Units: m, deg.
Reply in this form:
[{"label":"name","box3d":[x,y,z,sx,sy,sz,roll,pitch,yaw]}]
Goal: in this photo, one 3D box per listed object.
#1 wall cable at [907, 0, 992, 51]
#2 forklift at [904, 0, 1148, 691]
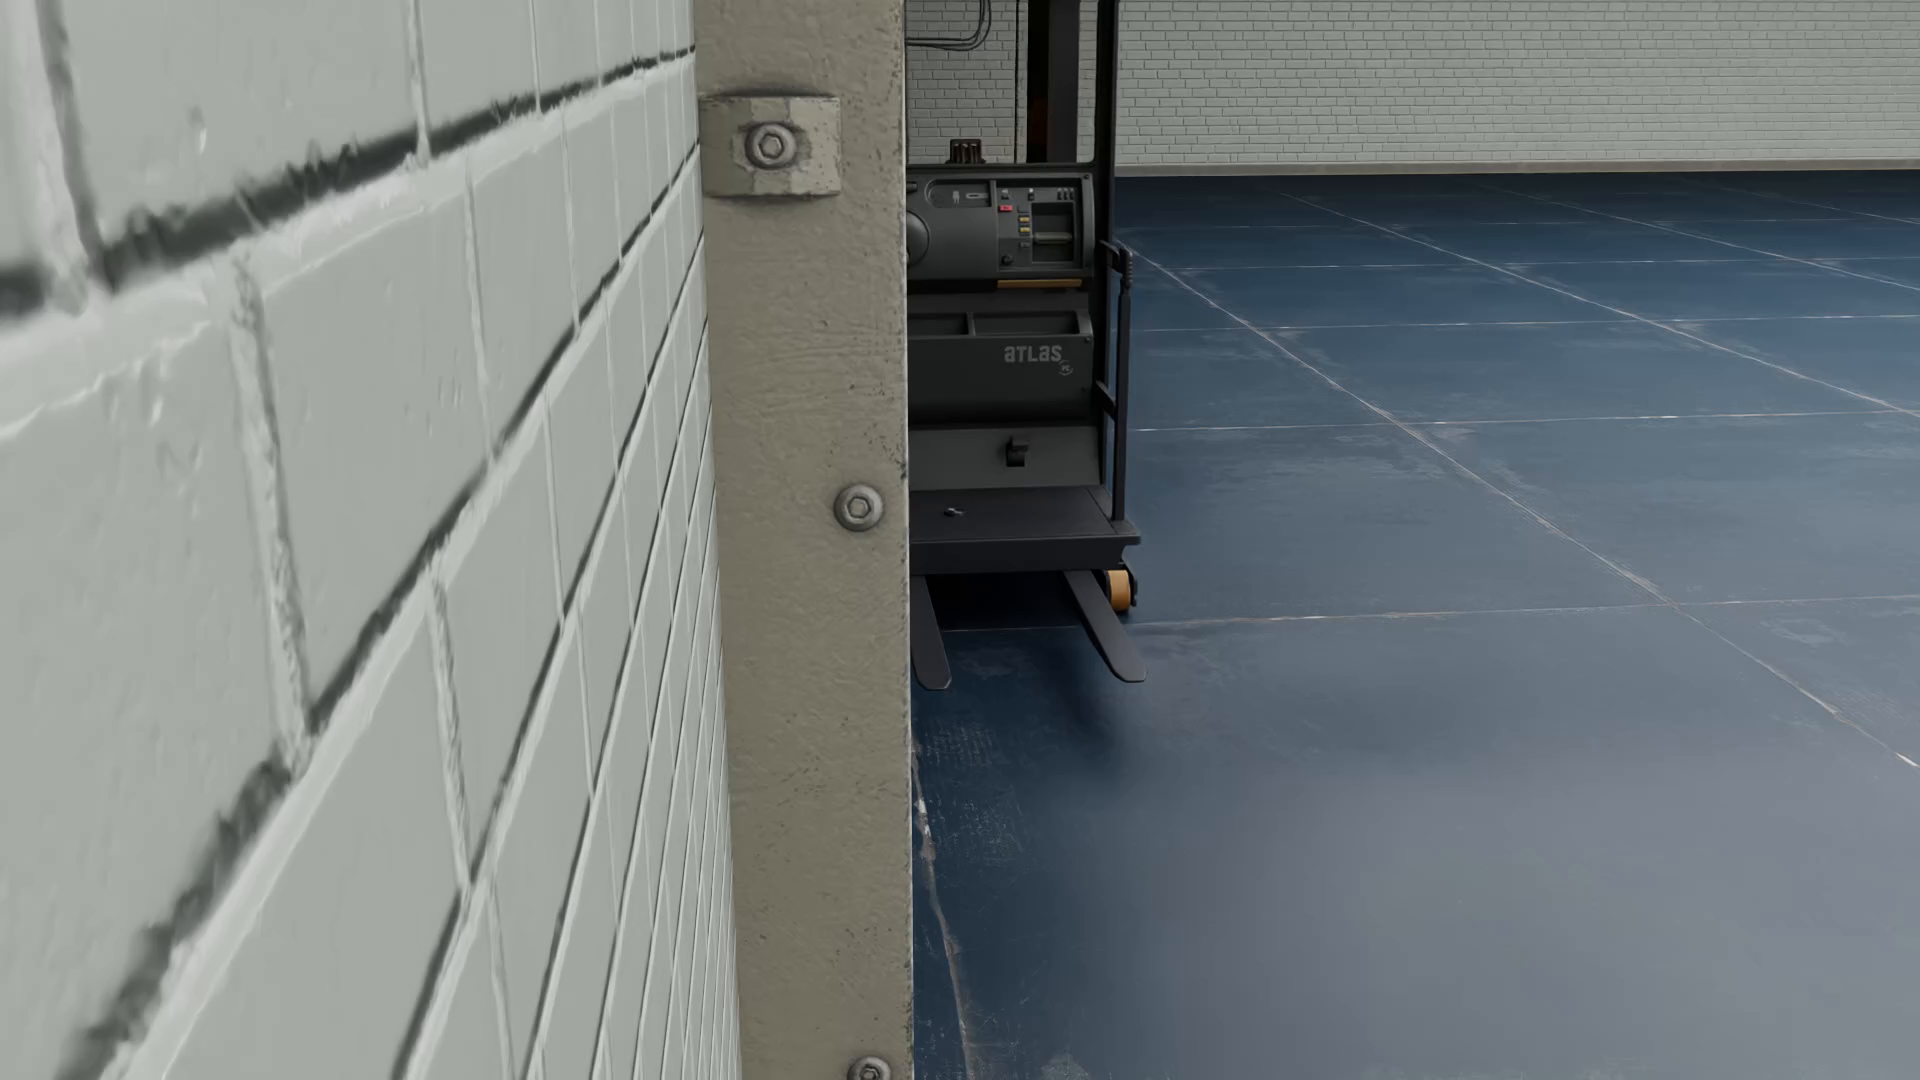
[{"label":"wall cable","box3d":[-1.100,-7.849,22.337,3.097,2.526,0.112,-2,18,-6]},{"label":"forklift","box3d":[0.071,-1.198,6.100,1.130,2.935,3.031,-2,18,-6]}]
